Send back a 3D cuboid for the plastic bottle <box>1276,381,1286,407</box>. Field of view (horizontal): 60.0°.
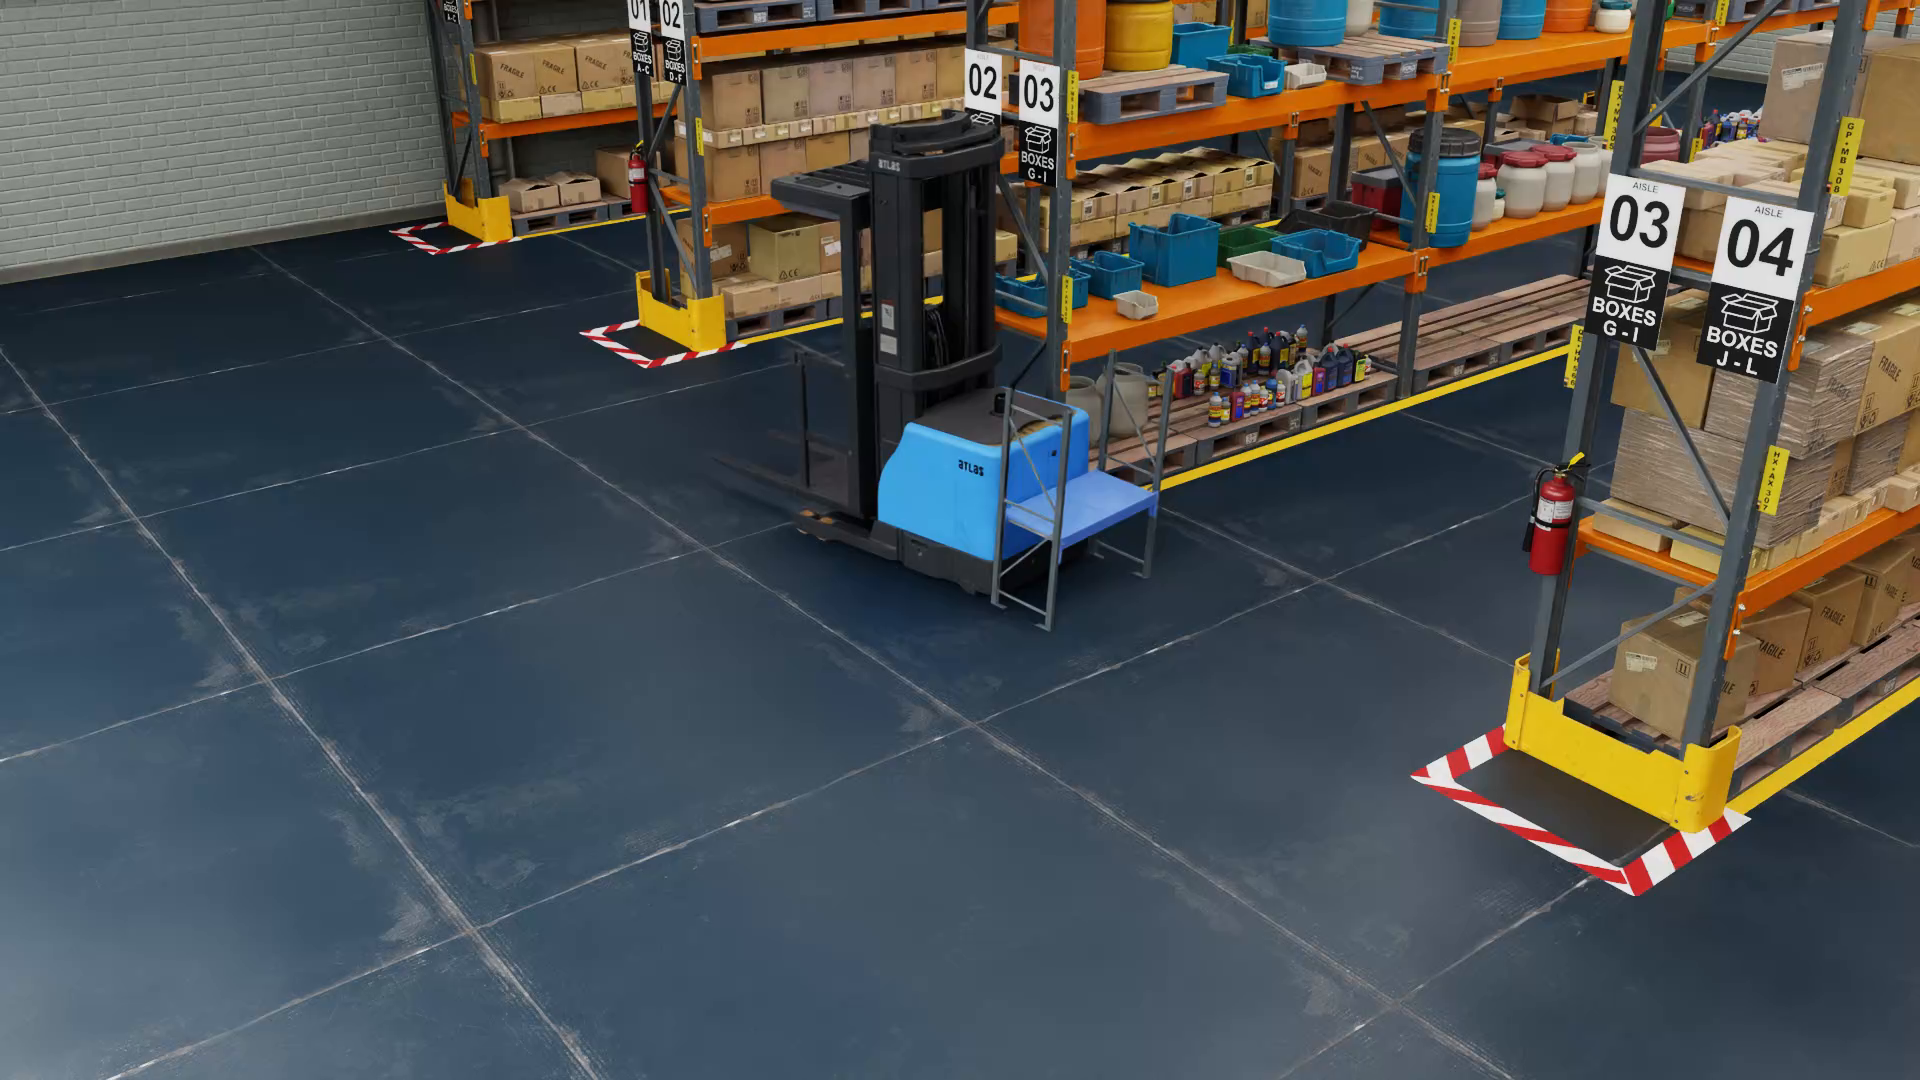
[{"bbox_3d":[2.605,-1.199,13.571,0.097,0.201,0.097,0,25,0],"label":"plastic bottle"}]

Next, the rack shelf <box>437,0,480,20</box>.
[{"bbox_3d":[-4.142,-6.542,19.575,4.000,0.370,1.077,-18,31,-34],"label":"rack shelf"}]

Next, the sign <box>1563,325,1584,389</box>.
[{"bbox_3d":[3.127,-0.923,8.426,0.005,0.325,0.100,-18,31,-34],"label":"sign"}]

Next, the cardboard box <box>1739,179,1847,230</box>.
[{"bbox_3d":[3.813,-1.534,7.634,0.250,0.149,0.380,-19,31,-34],"label":"cardboard box"}]

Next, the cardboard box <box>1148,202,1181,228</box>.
[{"bbox_3d":[2.172,-3.753,19.041,0.500,0.250,0.500,-18,30,-33],"label":"cardboard box"}]

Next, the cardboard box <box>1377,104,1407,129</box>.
[{"bbox_3d":[5.469,-5.567,21.738,0.500,0.250,0.500,-18,30,-34],"label":"cardboard box"}]

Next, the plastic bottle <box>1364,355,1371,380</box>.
[{"bbox_3d":[3.452,-1.478,14.174,0.097,0.201,0.097,0,25,0],"label":"plastic bottle"}]

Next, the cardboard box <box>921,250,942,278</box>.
[{"bbox_3d":[-0.522,-2.877,17.152,0.500,0.250,0.500,-18,31,-34],"label":"cardboard box"}]

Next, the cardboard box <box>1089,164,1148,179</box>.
[{"bbox_3d":[1.831,-4.181,19.296,0.500,0.311,0.500,-19,31,-35],"label":"cardboard box"}]

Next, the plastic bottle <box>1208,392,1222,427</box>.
[{"bbox_3d":[2.017,-1.036,13.138,0.097,0.271,0.097,0,25,0],"label":"plastic bottle"}]

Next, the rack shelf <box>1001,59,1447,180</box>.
[{"bbox_3d":[1.971,-3.260,12.503,4.000,0.370,1.077,-18,31,-34],"label":"rack shelf"}]

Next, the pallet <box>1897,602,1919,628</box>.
[{"bbox_3d":[6.095,0.346,10.753,1.213,0.211,1.003,-18,31,-34],"label":"pallet"}]

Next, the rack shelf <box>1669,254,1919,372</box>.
[{"bbox_3d":[5.028,-1.620,8.968,4.000,0.370,1.077,-18,31,-34],"label":"rack shelf"}]

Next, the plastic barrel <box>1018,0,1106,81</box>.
[{"bbox_3d":[0.702,-3.621,11.416,0.708,0.830,0.600,-18,31,-34],"label":"plastic barrel"}]

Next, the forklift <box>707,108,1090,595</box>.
[{"bbox_3d":[-0.563,-1.470,11.435,3.031,2.935,1.130,20,32,36],"label":"forklift"}]

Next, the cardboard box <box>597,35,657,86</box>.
[{"bbox_3d":[-3.950,-5.689,19.709,0.500,0.500,0.500,-17,30,-32],"label":"cardboard box"}]

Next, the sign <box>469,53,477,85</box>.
[{"bbox_3d":[-5.381,-5.201,18.366,0.005,0.325,0.100,-18,31,-34],"label":"sign"}]

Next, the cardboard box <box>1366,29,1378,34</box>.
[{"bbox_3d":[4.903,-6.038,20.579,0.500,0.500,0.700,-12,28,-24],"label":"cardboard box"}]

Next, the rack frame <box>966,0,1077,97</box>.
[{"bbox_3d":[0.398,-4.428,10.601,0.127,3.000,1.000,-18,31,-34],"label":"rack frame"}]

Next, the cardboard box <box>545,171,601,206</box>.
[{"bbox_3d":[-4.667,-4.266,20.051,0.500,0.311,0.500,-15,29,-30],"label":"cardboard box"}]

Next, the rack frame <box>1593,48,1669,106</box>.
[{"bbox_3d":[9.935,-7.505,24.357,0.127,3.000,1.000,-18,31,-34],"label":"rack frame"}]

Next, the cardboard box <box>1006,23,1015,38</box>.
[{"bbox_3d":[0.789,-7.466,23.778,0.500,0.500,0.500,-18,30,-34],"label":"cardboard box"}]

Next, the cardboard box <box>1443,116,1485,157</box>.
[{"bbox_3d":[6.576,-5.308,22.071,0.500,0.500,0.500,-18,31,-34],"label":"cardboard box"}]

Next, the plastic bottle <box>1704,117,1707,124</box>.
[{"bbox_3d":[7.898,-4.358,17.715,0.133,0.283,0.061,-18,31,-34],"label":"plastic bottle"}]

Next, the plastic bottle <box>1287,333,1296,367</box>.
[{"bbox_3d":[2.853,-1.647,14.440,0.133,0.283,0.061,-18,31,-34],"label":"plastic bottle"}]

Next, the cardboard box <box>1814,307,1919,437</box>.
[{"bbox_3d":[4.453,-0.880,8.423,0.500,0.500,0.500,-18,31,-34],"label":"cardboard box"}]

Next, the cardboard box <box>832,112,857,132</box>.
[{"bbox_3d":[-1.202,-4.054,16.032,0.250,0.149,0.380,-19,31,-35],"label":"cardboard box"}]

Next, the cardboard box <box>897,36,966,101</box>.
[{"bbox_3d":[-0.250,-4.772,16.810,0.500,0.500,0.700,-18,31,-34],"label":"cardboard box"}]

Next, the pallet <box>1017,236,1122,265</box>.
[{"bbox_3d":[1.047,-3.327,18.668,1.213,0.211,1.003,-18,31,-34],"label":"pallet"}]

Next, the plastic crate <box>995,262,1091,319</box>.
[{"bbox_3d":[0.607,-1.868,12.389,0.616,0.251,0.499,-18,31,-34],"label":"plastic crate"}]

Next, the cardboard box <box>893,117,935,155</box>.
[{"bbox_3d":[-0.662,-4.047,16.789,0.500,0.500,0.700,-18,30,-33],"label":"cardboard box"}]

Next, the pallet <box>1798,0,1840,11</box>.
[{"bbox_3d":[8.393,-5.567,16.843,1.213,0.211,1.003,-18,31,-34],"label":"pallet"}]

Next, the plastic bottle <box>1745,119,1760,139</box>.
[{"bbox_3d":[8.253,-4.184,17.260,0.185,0.351,0.144,-18,31,-34],"label":"plastic bottle"}]

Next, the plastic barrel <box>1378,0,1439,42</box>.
[{"bbox_3d":[3.812,-4.538,13.805,0.708,0.901,0.600,-18,31,-34],"label":"plastic barrel"}]

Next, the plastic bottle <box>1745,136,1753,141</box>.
[{"bbox_3d":[7.992,-3.967,16.888,0.097,0.271,0.097,0,25,0],"label":"plastic bottle"}]

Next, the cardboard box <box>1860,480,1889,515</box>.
[{"bbox_3d":[4.805,-0.274,9.075,0.250,0.149,0.380,-18,31,-34],"label":"cardboard box"}]

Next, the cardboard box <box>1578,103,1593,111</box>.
[{"bbox_3d":[8.938,-6.280,24.462,0.500,0.250,0.500,-18,31,-34],"label":"cardboard box"}]

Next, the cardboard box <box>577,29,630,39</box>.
[{"bbox_3d":[-4.273,-5.857,20.070,0.500,0.500,0.500,-18,30,-33],"label":"cardboard box"}]

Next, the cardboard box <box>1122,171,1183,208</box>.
[{"bbox_3d":[2.180,-4.010,18.928,0.500,0.311,0.500,-17,30,-33],"label":"cardboard box"}]

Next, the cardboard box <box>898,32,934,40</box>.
[{"bbox_3d":[-0.751,-6.855,22.316,0.500,0.500,0.700,-18,31,-34],"label":"cardboard box"}]

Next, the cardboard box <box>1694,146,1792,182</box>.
[{"bbox_3d":[3.905,-1.851,8.316,0.250,0.149,0.380,-20,31,-36],"label":"cardboard box"}]

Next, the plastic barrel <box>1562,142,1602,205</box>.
[{"bbox_3d":[5.684,-3.388,15.354,0.421,0.512,0.421,0,25,0],"label":"plastic barrel"}]

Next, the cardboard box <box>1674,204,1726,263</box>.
[{"bbox_3d":[3.677,-1.568,8.180,0.500,0.250,0.500,-17,30,-33],"label":"cardboard box"}]

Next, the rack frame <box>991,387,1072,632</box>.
[{"bbox_3d":[0.432,-0.174,10.301,0.500,1.500,0.032,25,35,36],"label":"rack frame"}]

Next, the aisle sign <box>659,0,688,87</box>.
[{"bbox_3d":[-2.519,-4.409,14.599,0.004,0.787,0.394,-18,31,-34],"label":"aisle sign"}]

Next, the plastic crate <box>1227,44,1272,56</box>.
[{"bbox_3d":[2.136,-3.690,12.827,0.450,0.188,0.336,-18,31,-34],"label":"plastic crate"}]

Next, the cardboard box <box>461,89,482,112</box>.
[{"bbox_3d":[-5.467,-5.115,19.363,0.500,0.250,0.500,-18,30,-33],"label":"cardboard box"}]

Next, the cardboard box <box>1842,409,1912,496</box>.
[{"bbox_3d":[4.643,-0.665,9.148,0.500,0.500,0.875,-18,31,-34],"label":"cardboard box"}]

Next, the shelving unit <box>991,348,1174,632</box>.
[{"bbox_3d":[0.777,-0.331,10.640,0.538,1.500,1.048,25,35,36],"label":"shelving unit"}]

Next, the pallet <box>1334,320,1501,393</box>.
[{"bbox_3d":[4.139,-1.698,15.157,1.213,0.211,1.003,-18,31,-34],"label":"pallet"}]

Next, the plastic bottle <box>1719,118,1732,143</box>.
[{"bbox_3d":[8.158,-4.351,17.715,0.097,0.271,0.097,0,25,0],"label":"plastic bottle"}]

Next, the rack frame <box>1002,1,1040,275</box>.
[{"bbox_3d":[0.492,-4.387,17.641,0.127,3.000,1.000,-18,31,-34],"label":"rack frame"}]

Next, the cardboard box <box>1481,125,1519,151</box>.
[{"bbox_3d":[7.251,-5.483,22.672,0.500,0.311,0.500,-18,31,-34],"label":"cardboard box"}]
